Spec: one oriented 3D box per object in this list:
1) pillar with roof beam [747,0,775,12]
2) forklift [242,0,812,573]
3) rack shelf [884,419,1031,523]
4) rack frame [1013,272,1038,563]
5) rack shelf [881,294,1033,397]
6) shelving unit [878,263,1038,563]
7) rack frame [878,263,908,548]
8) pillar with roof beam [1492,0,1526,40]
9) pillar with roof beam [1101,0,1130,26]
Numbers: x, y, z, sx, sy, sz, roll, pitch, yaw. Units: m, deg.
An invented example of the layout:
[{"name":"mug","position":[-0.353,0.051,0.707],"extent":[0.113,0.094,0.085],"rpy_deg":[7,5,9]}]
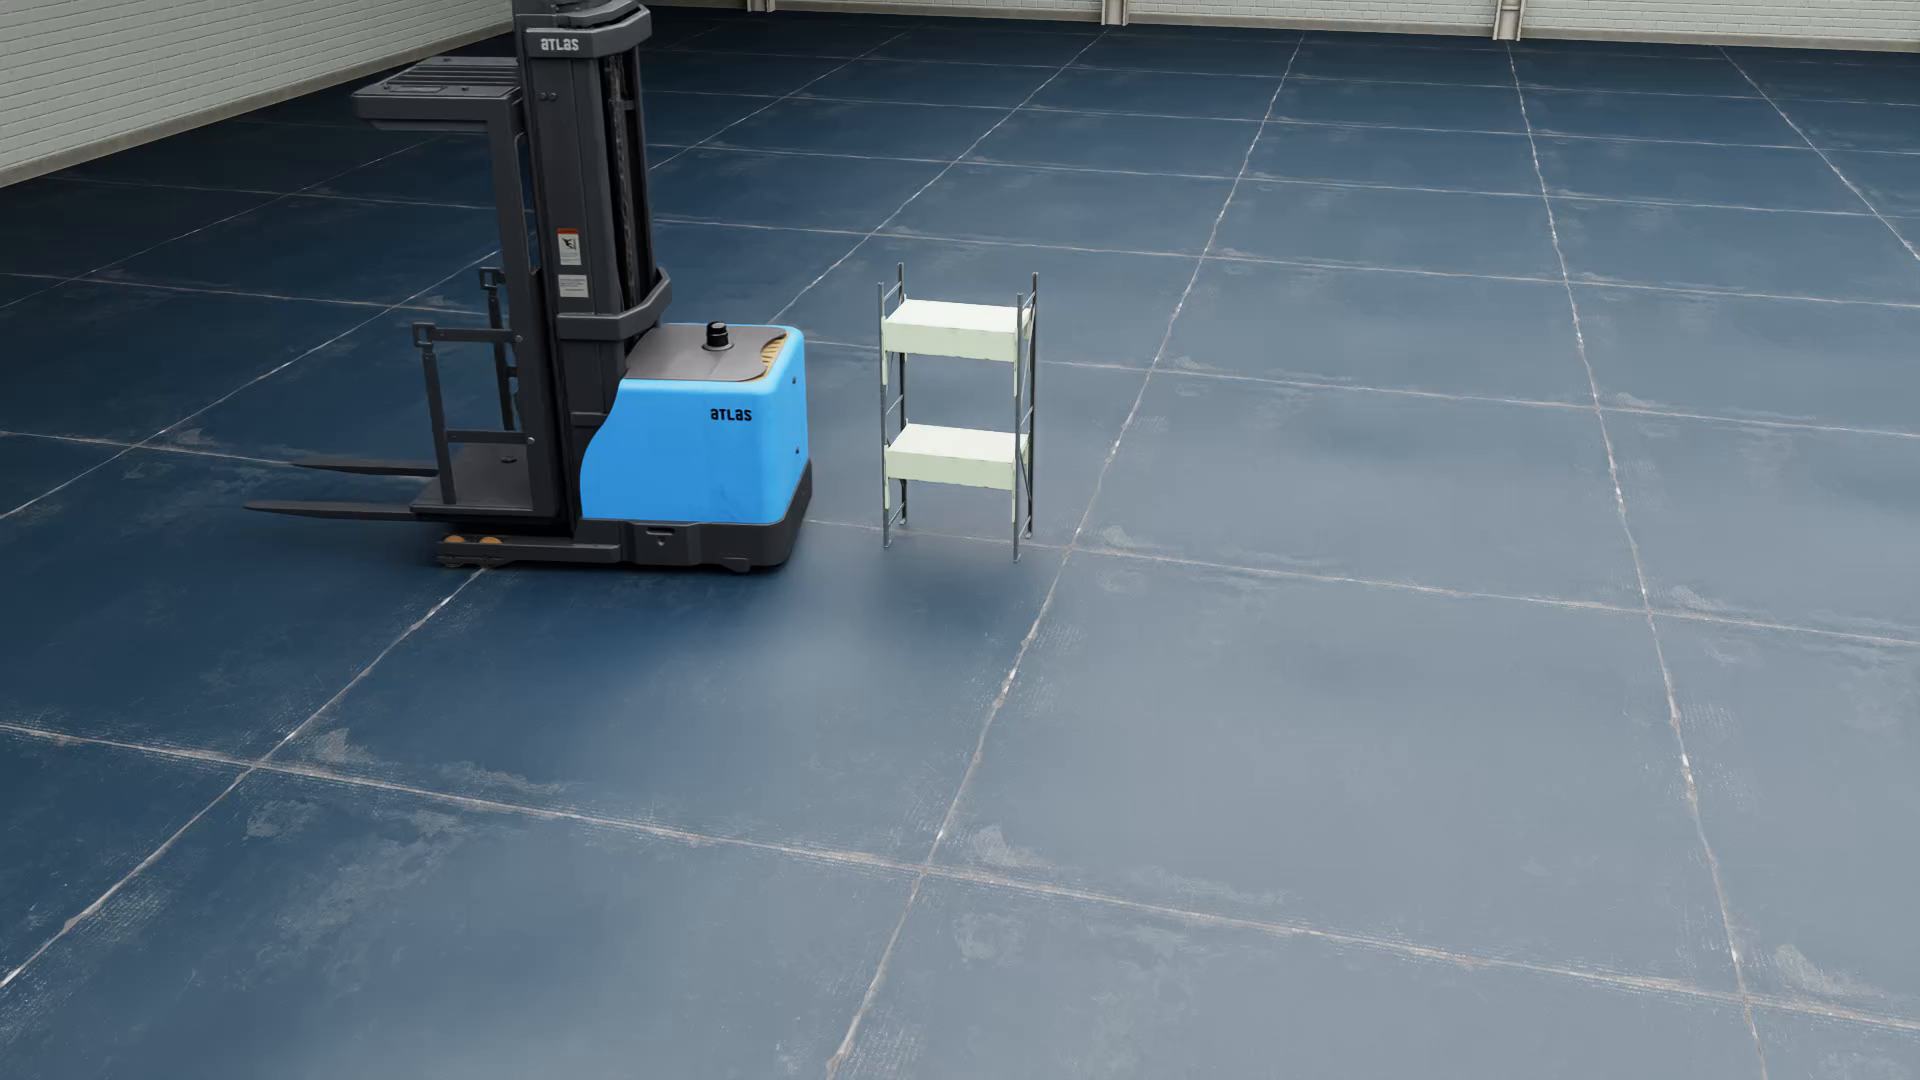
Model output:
[{"name":"pillar with roof beam","position":[-4.406,-11.171,22.246],"extent":[0.400,9.000,9.100],"rpy_deg":[6,26,13]},{"name":"forklift","position":[-2.400,-1.394,8.768],"extent":[3.031,2.935,1.130],"rpy_deg":[2,26,4]},{"name":"rack shelf","position":[-0.006,-0.384,9.069],"extent":[0.720,0.370,0.431],"rpy_deg":[6,26,13]},{"name":"rack frame","position":[0.348,-0.639,8.847],"extent":[0.023,1.500,0.400],"rpy_deg":[6,26,13]},{"name":"rack shelf","position":[-0.006,-1.030,8.761],"extent":[0.720,0.370,0.431],"rpy_deg":[6,26,13]},{"name":"shelving unit","position":[-0.006,-0.678,8.929],"extent":[0.755,1.500,0.431],"rpy_deg":[6,26,13]},{"name":"rack frame","position":[-0.361,-0.717,9.011],"extent":[0.023,1.500,0.400],"rpy_deg":[6,26,13]},{"name":"pillar with roof beam","position":[7.216,-9.886,19.547],"extent":[0.400,9.000,9.100],"rpy_deg":[6,26,13]},{"name":"pillar with roof beam","position":[1.405,-10.529,20.896],"extent":[0.400,9.000,9.100],"rpy_deg":[6,26,13]}]
